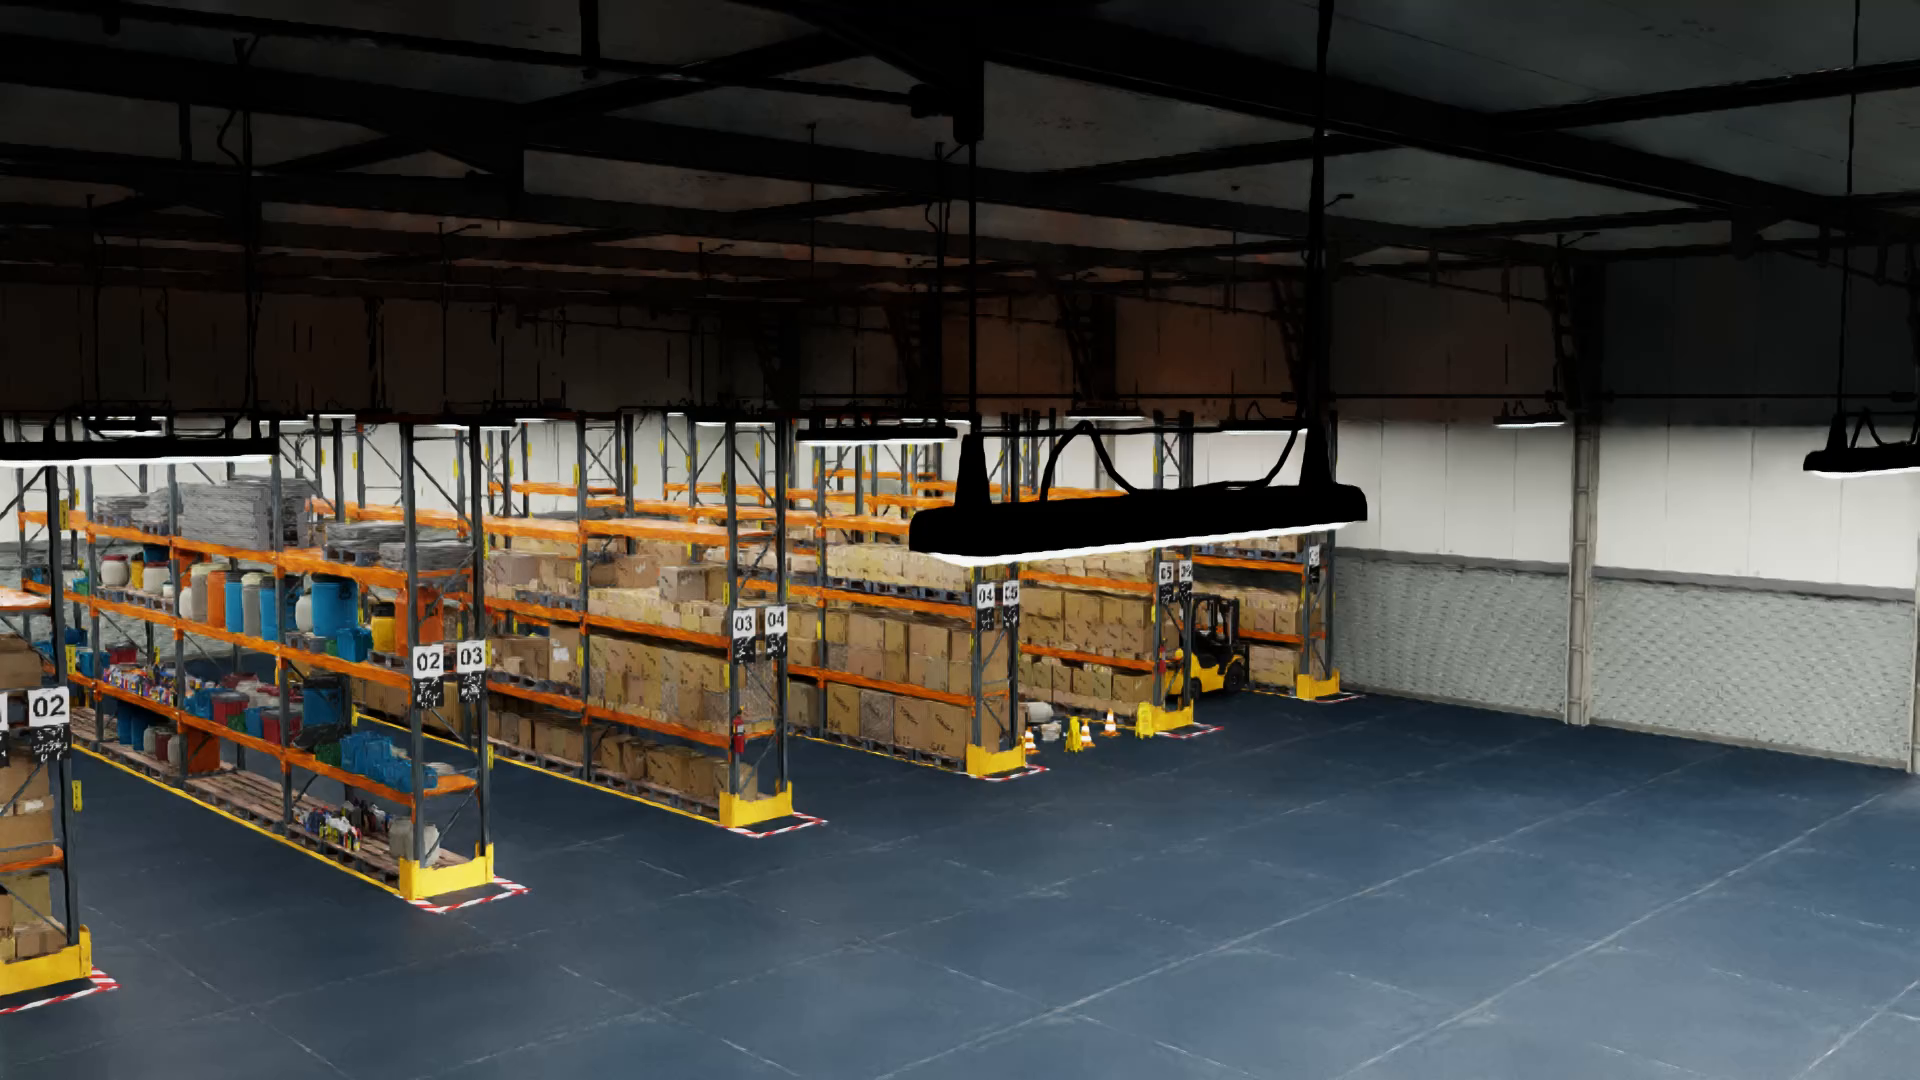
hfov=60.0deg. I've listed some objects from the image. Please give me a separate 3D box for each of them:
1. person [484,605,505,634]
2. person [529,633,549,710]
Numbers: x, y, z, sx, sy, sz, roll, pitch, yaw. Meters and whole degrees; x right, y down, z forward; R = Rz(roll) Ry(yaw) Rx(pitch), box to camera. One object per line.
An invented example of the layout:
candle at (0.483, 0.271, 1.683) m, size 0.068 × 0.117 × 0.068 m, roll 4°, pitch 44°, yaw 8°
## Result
person at (-11.583, 1.900, 41.278) m, size 0.587 × 1.708 × 0.582 m, roll -1°, pitch 5°, yaw -9°
person at (-8.360, 2.655, 32.511) m, size 0.577 × 1.691 × 1.121 m, roll -5°, pitch 7°, yaw -42°
